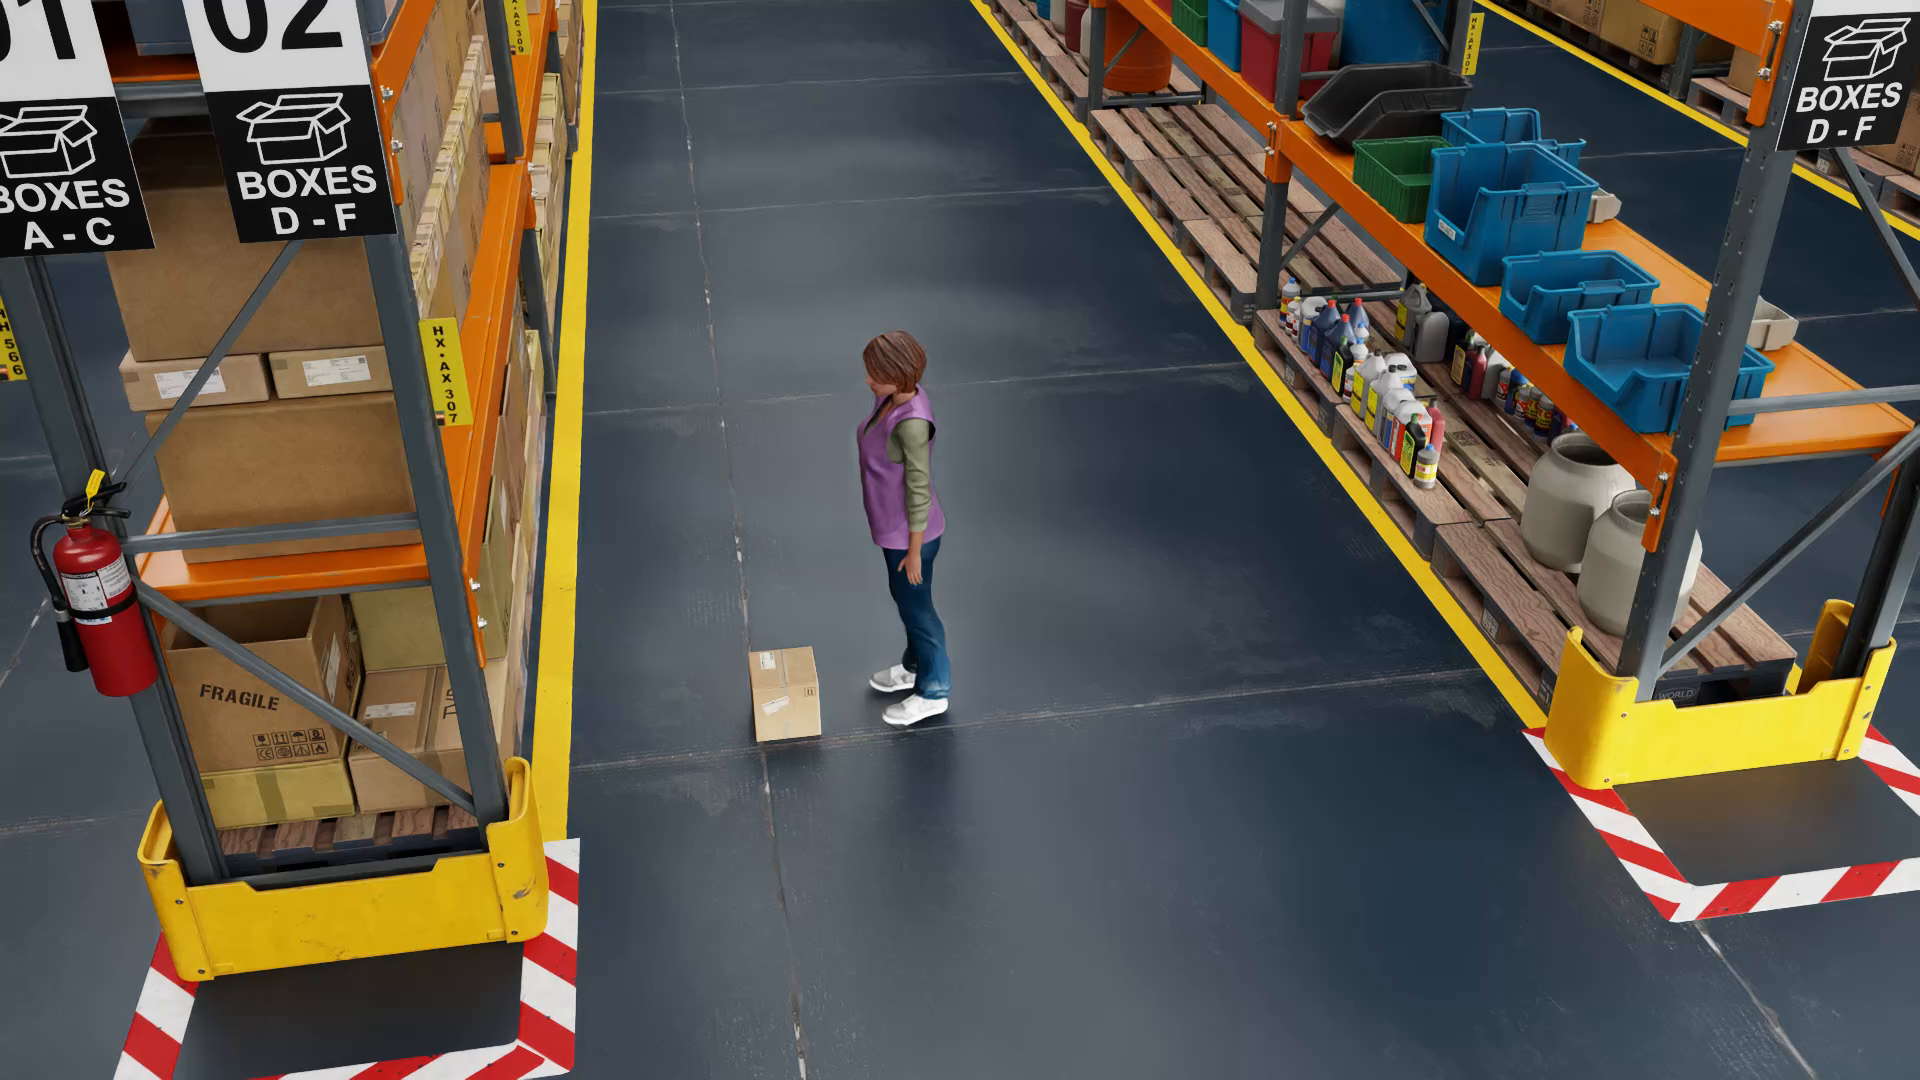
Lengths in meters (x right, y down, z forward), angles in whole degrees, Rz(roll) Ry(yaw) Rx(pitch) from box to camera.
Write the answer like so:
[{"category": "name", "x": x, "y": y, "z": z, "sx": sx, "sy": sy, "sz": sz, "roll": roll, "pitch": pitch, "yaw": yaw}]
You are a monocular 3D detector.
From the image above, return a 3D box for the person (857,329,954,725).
[{"category": "person", "x": -0.197, "y": -0.031, "z": 6.167, "sx": 0.334, "sy": 1.598, "sz": 0.419, "roll": -5, "pitch": 31, "yaw": -8}]
